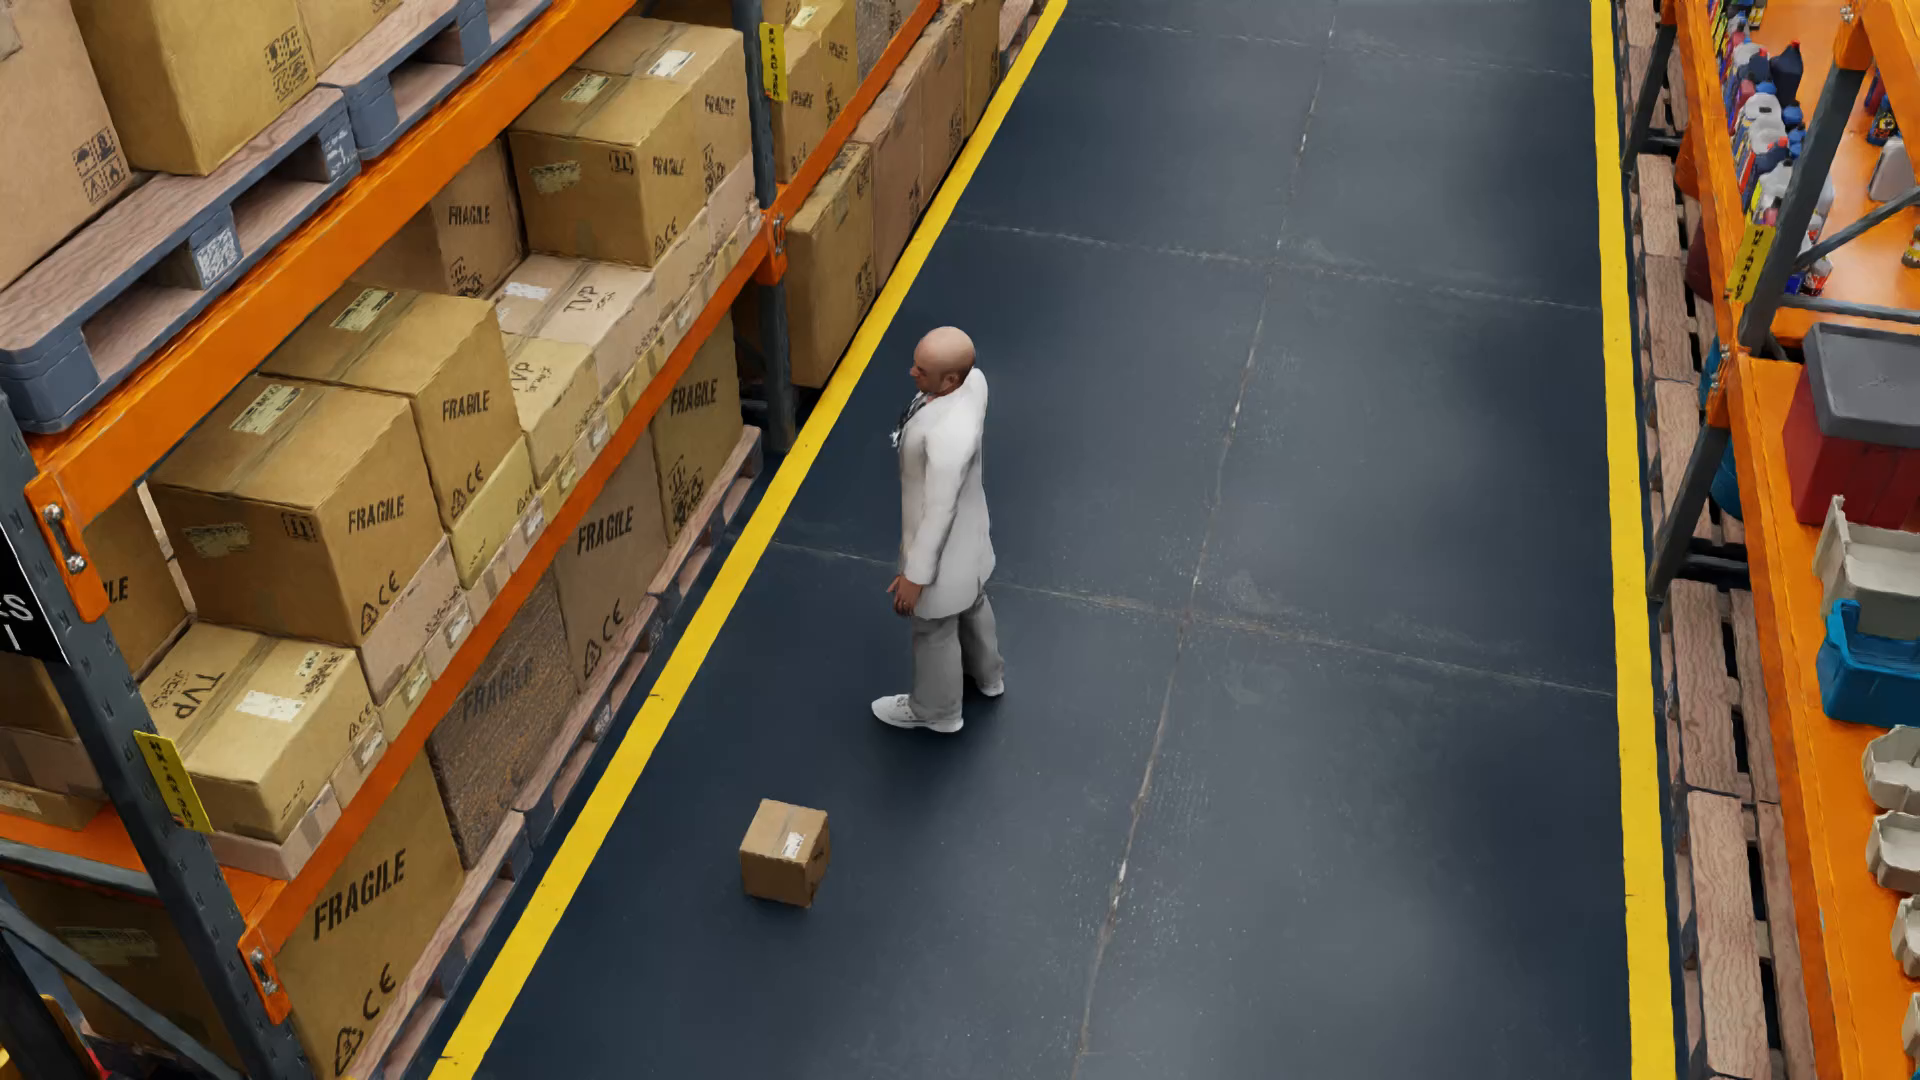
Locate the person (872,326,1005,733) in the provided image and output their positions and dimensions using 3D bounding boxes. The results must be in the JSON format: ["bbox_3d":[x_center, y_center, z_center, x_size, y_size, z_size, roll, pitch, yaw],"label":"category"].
[{"bbox_3d":[-0.087,-0.016,6.155,0.503,1.784,0.694,7,41,8],"label":"person"}]
